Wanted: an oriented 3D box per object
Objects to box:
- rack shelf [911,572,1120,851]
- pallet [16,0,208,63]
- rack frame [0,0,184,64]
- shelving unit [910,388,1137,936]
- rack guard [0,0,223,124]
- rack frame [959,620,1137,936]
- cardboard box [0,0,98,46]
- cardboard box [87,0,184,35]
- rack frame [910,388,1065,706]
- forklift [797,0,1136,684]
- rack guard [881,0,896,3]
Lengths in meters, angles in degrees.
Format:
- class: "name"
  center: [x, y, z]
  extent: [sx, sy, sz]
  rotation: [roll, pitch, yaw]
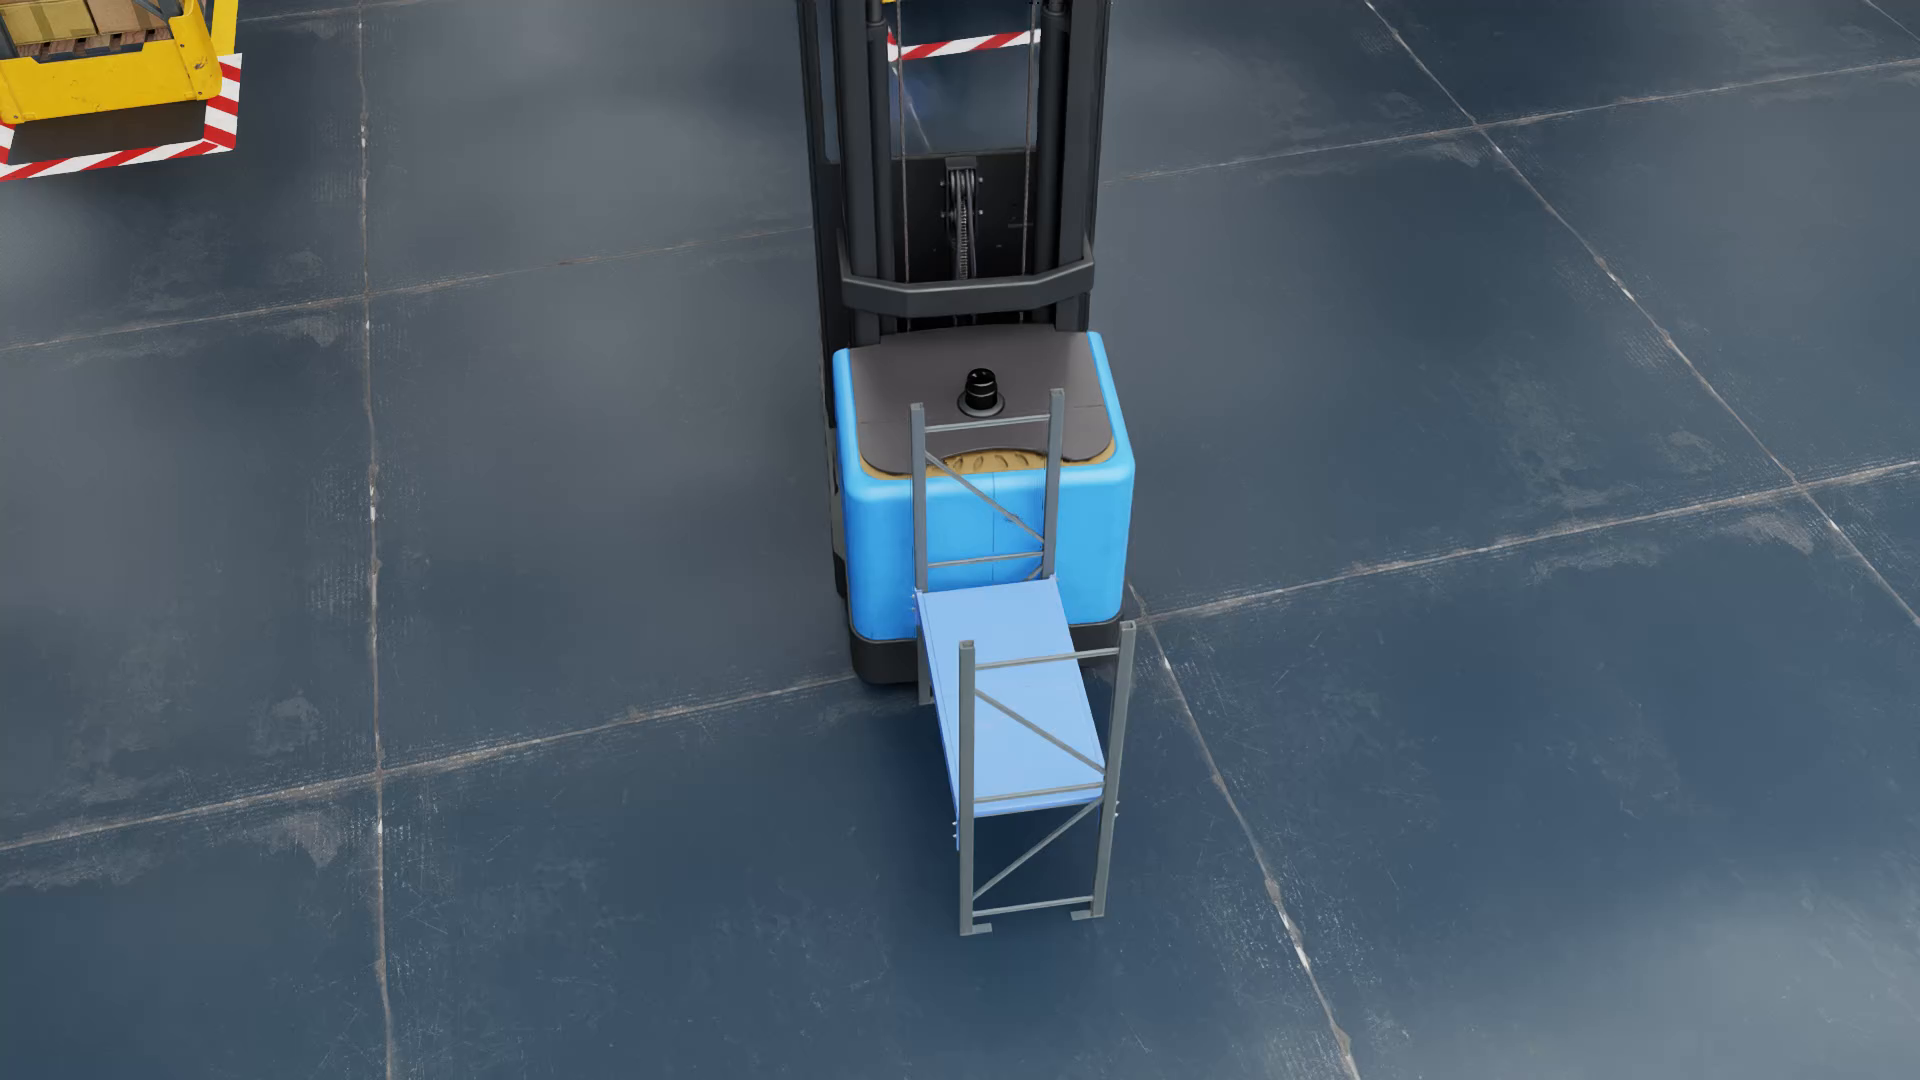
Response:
- class: "rack shelf"
  center: [0.167, 0.557, 5.657]
  extent: [0.538, 0.185, 1.000]
  rotation: [-6, 46, -6]
- class: "pallet"
  center: [-5.066, -3.145, 9.935]
  extent: [1.003, 0.211, 1.213]
  rotation: [-11, 47, -10]
- class: "rack frame"
  center: [-4.830, -3.600, 8.429]
  extent: [1.000, 3.000, 0.127]
  rotation: [-11, 47, -10]
- class: "shelving unit"
  center: [0.167, 0.431, 5.529]
  extent: [0.538, 1.500, 1.048]
  rotation: [-6, 46, -6]
- class: "rack guard"
  center: [-4.824, -2.709, 9.305]
  extent: [1.175, 0.500, 0.348]
  rotation: [-11, 47, -10]
- class: "rack frame"
  center: [0.246, 0.789, 5.177]
  extent: [0.500, 1.500, 0.032]
  rotation: [-6, 46, -6]
- class: "cardboard box"
  center: [-5.253, -3.101, 9.571]
  extent: [0.500, 0.250, 0.500]
  rotation: [-11, 47, -10]
- class: "cardboard box"
  center: [-4.752, -3.196, 9.664]
  extent: [0.500, 0.250, 0.500]
  rotation: [-11, 47, -10]
- class: "rack frame"
  center: [0.089, 0.072, 5.880]
  extent: [0.500, 1.500, 0.032]
  rotation: [-6, 46, -6]
- class: "forklift"
  center: [-0.049, -1.533, 6.451]
  extent: [1.130, 2.935, 3.031]
  rotation: [-5, 46, -4]
- class: "rack guard"
  center: [-0.106, -3.672, 10.250]
  extent: [1.175, 0.500, 0.348]
  rotation: [-11, 47, -10]
